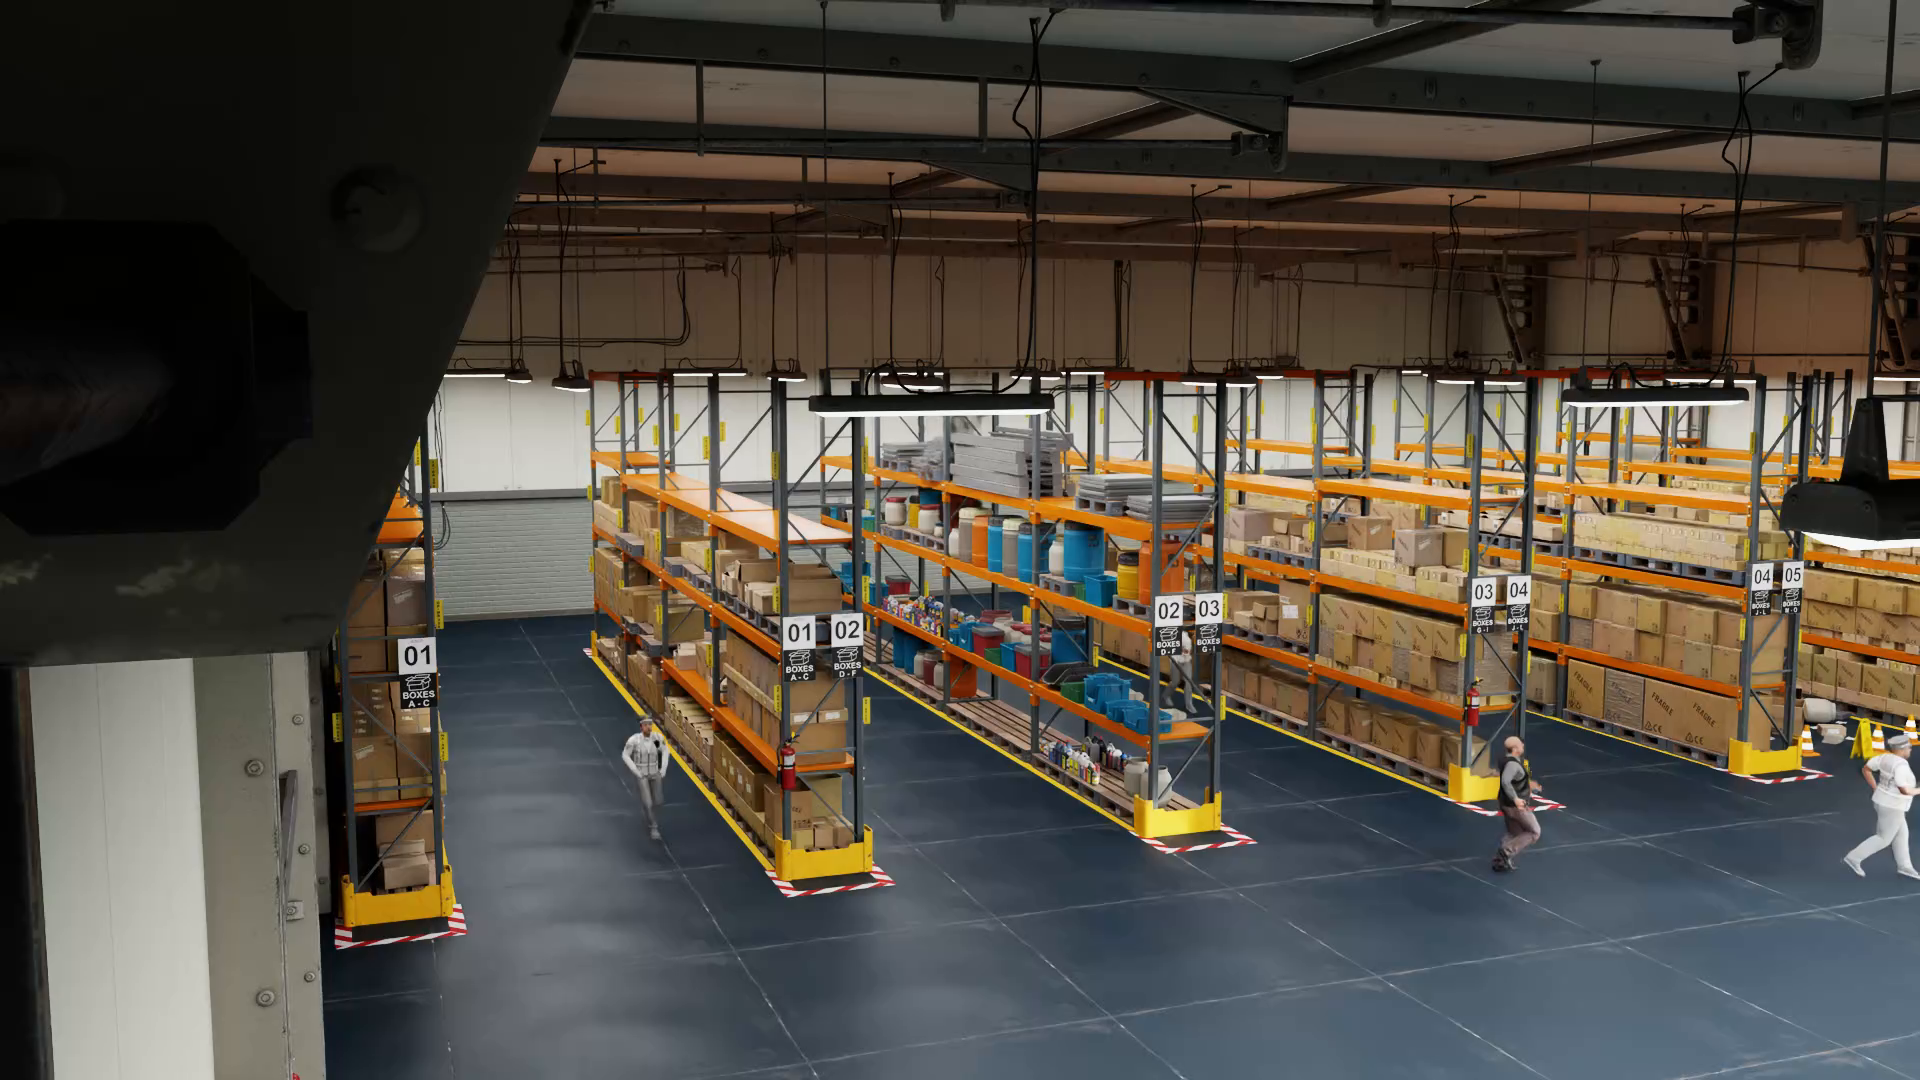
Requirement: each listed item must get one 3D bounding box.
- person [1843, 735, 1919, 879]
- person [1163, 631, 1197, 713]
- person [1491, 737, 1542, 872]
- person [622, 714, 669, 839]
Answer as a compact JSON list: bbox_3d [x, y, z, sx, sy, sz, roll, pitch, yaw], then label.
[{"bbox_3d":[11.161,3.215,19.993,0.983,1.784,0.626,1,6,10],"label":"person"},{"bbox_3d":[3.916,2.171,29.526,0.578,1.698,0.870,-3,7,-26],"label":"person"},{"bbox_3d":[6.811,3.229,20.283,0.591,1.680,0.644,0,6,2],"label":"person"},{"bbox_3d":[-4.137,3.077,21.933,0.639,1.662,0.564,-3,7,-22],"label":"person"}]
